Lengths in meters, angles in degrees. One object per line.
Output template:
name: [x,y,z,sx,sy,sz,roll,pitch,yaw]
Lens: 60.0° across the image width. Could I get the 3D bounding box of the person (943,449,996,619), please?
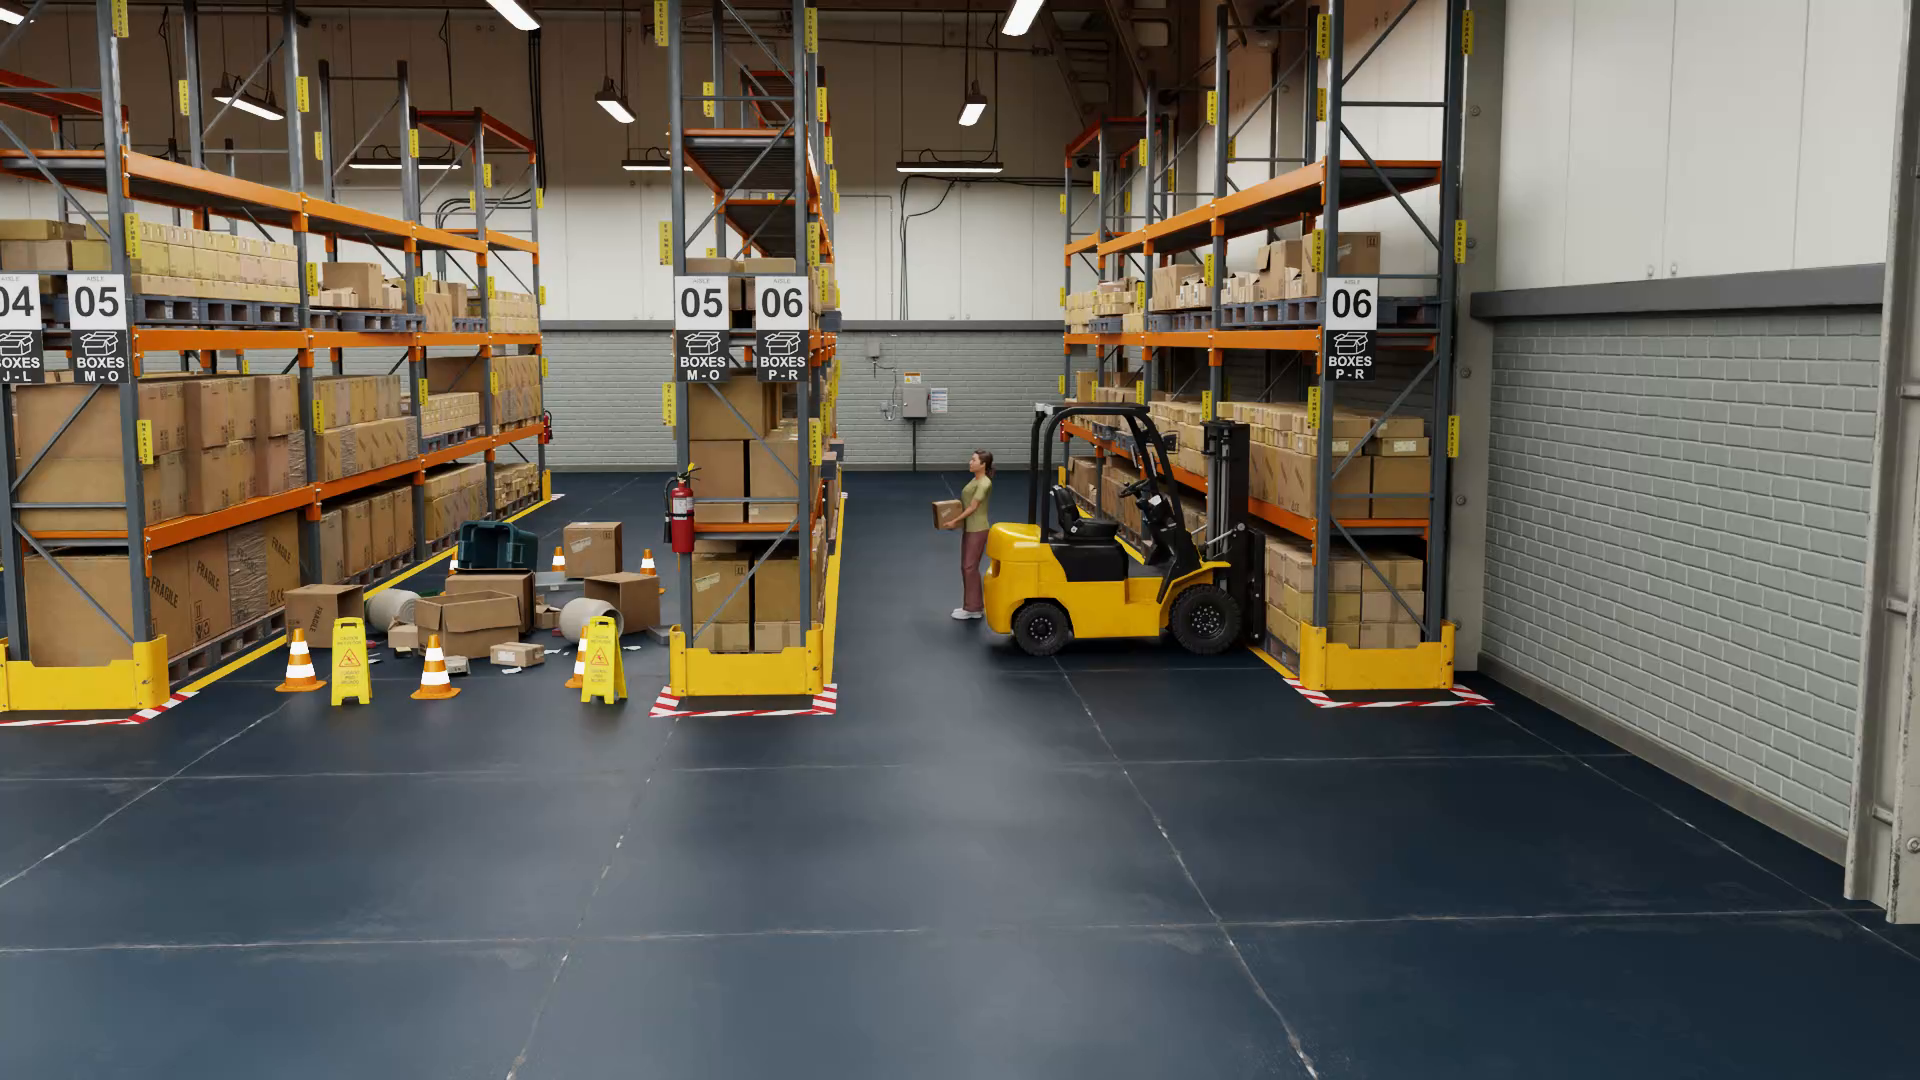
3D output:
person: [0.080,-0.064,16.324,0.559,1.662,0.428,-1,7,-11]
